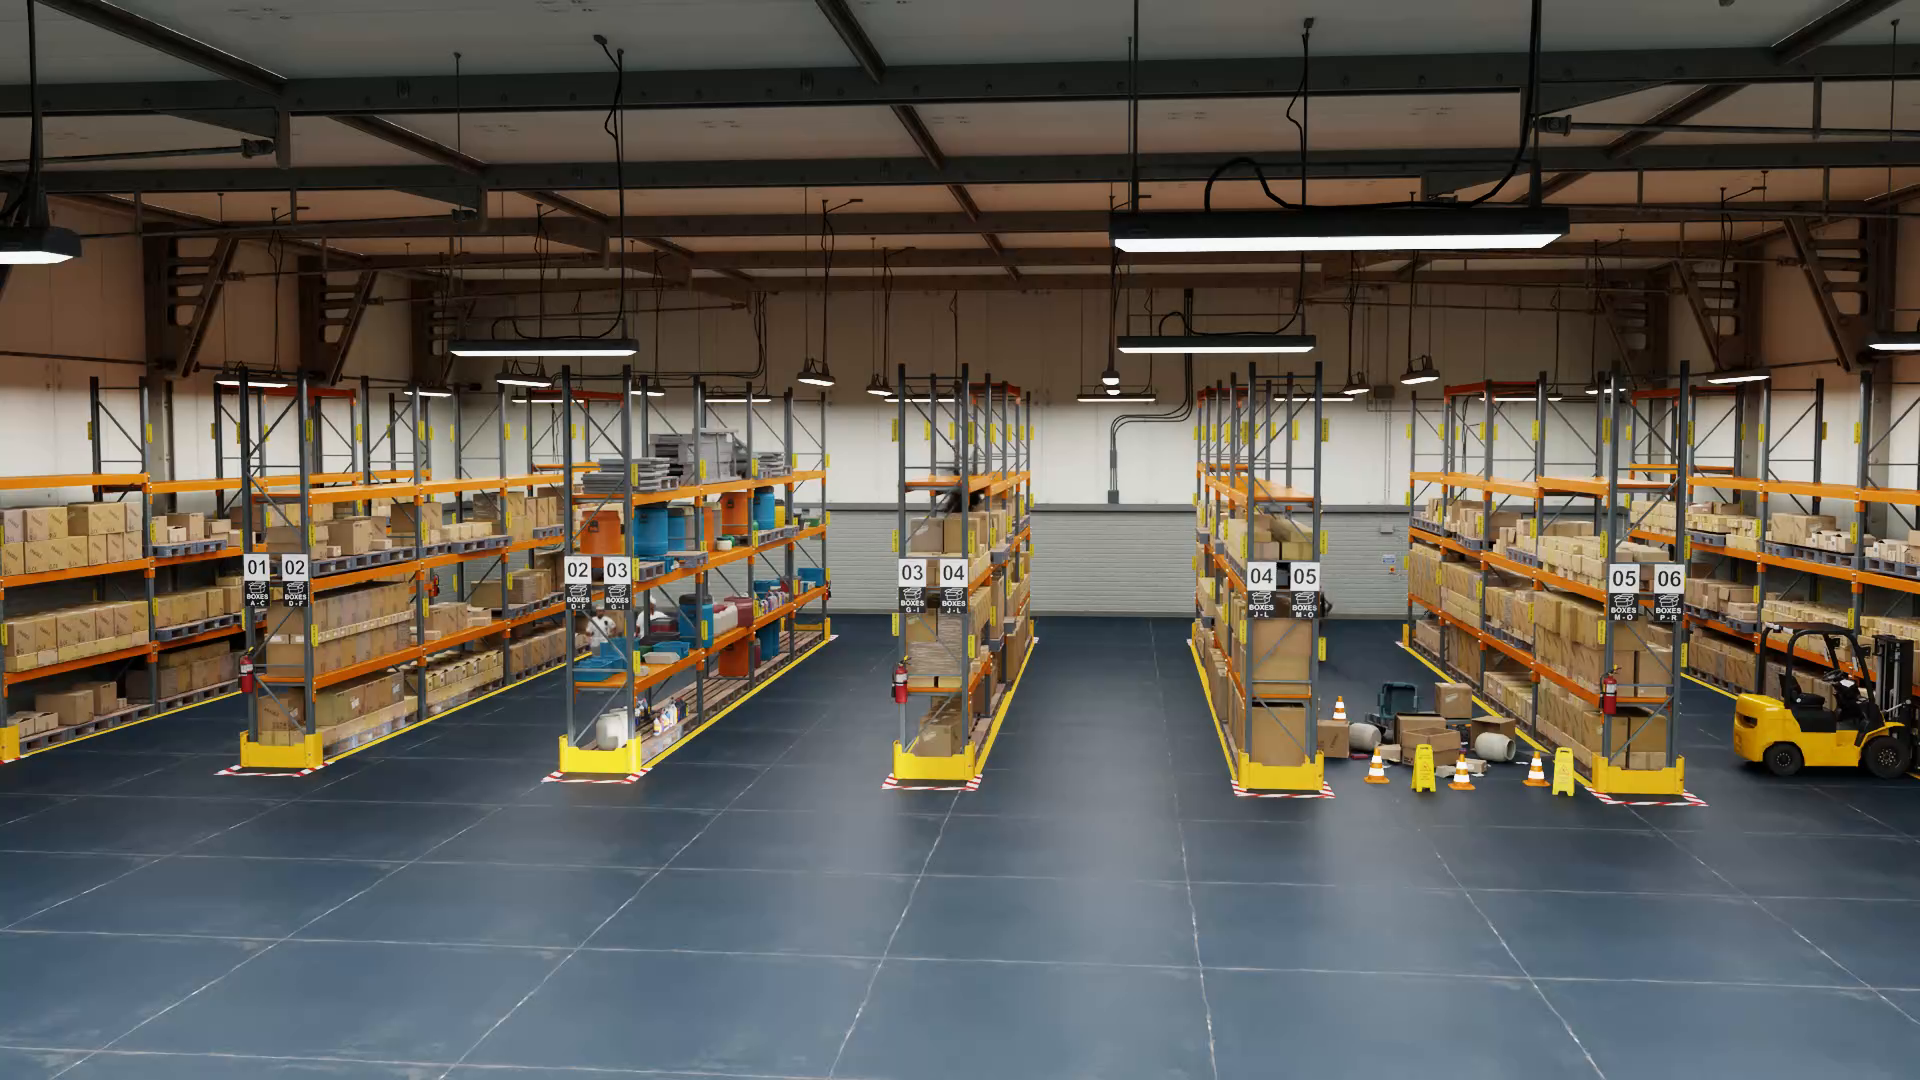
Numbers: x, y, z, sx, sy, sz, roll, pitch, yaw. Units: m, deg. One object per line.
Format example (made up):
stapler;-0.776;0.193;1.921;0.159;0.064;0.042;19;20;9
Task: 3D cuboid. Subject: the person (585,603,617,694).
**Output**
person;-6.942;2.062;32.097;0.575;1.696;0.909;0;4;0

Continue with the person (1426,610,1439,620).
person;11.468;1.608;40.211;0.897;1.636;0.620;3;5;39

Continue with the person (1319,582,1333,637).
person;7.903;1.750;36.955;0.657;1.704;0.971;0;4;-5

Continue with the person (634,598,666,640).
person;-6.180;2.017;33.309;0.713;1.727;0.737;1;4;11
